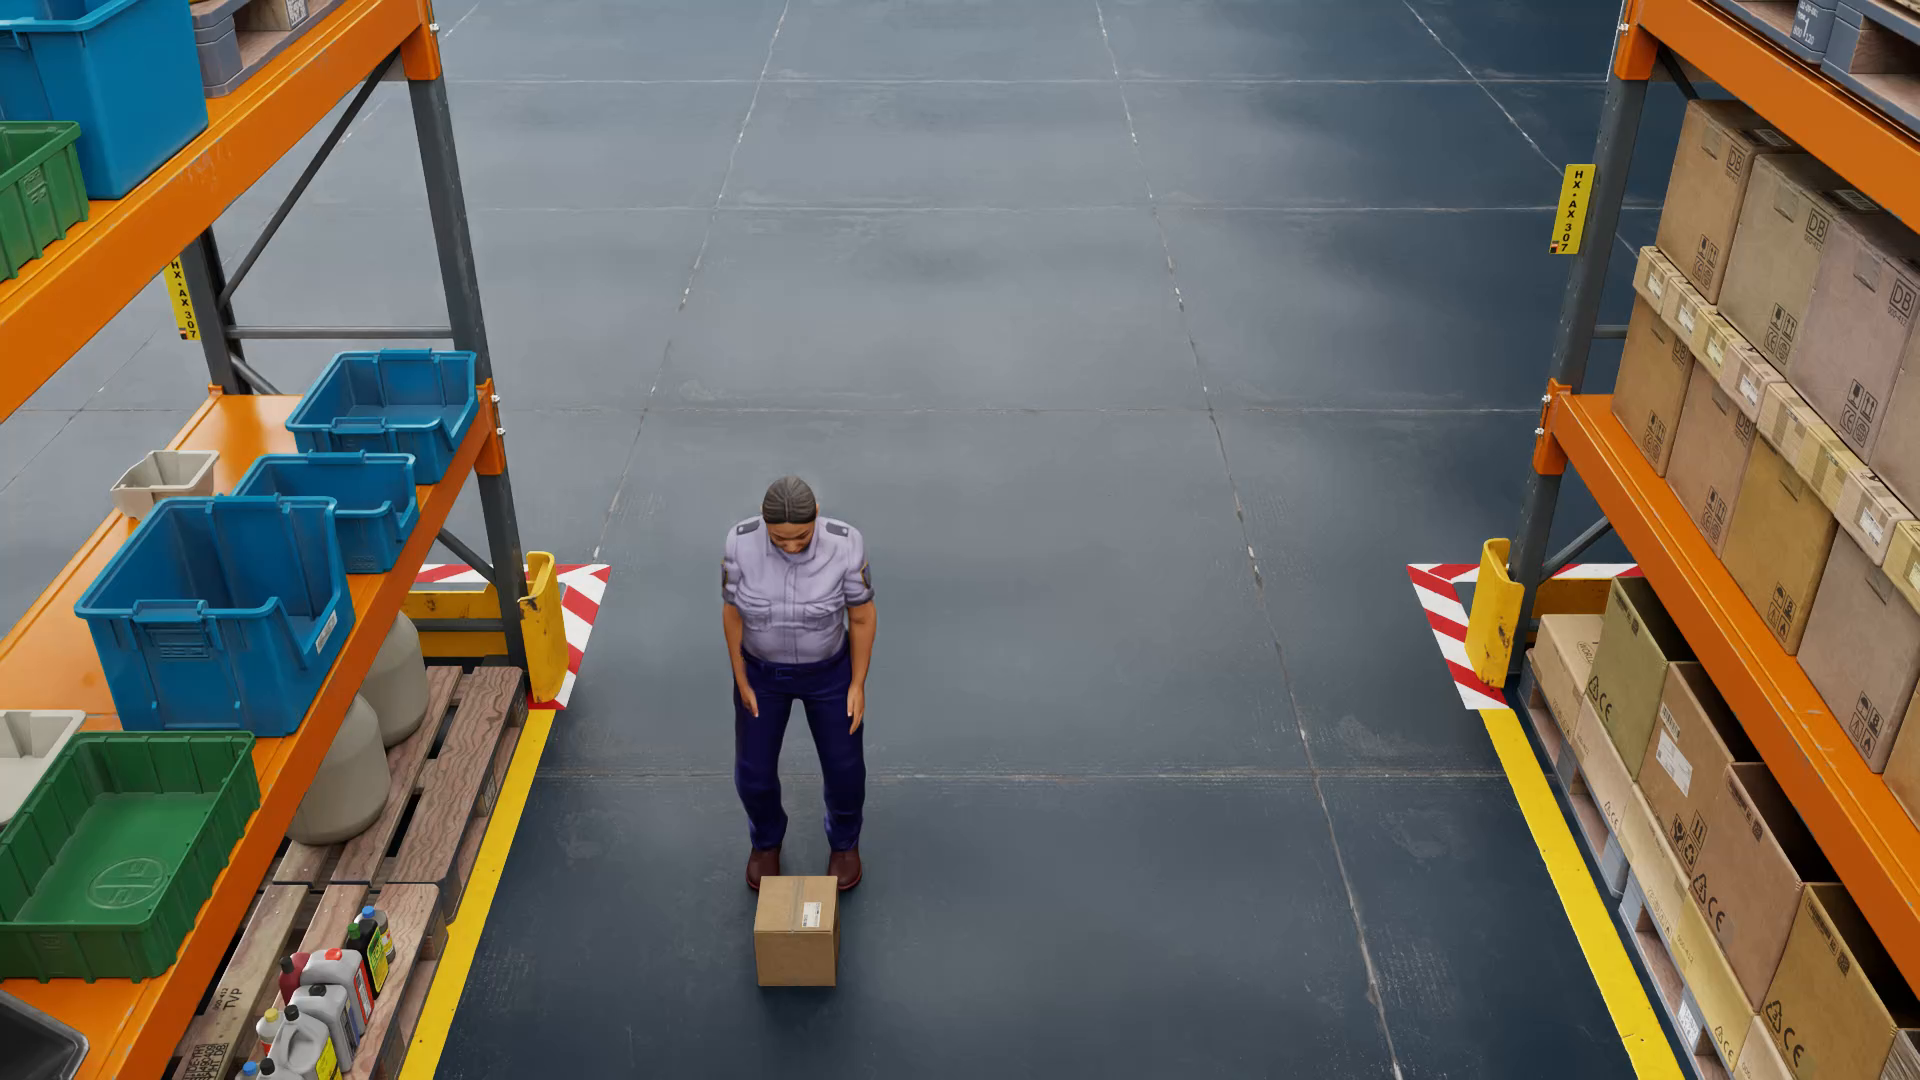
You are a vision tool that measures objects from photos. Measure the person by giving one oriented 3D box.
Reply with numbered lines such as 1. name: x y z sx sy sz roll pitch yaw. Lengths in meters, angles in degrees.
1. person: -0.547 0.938 5.522 0.489 0.744 0.824 -1 32 -2
